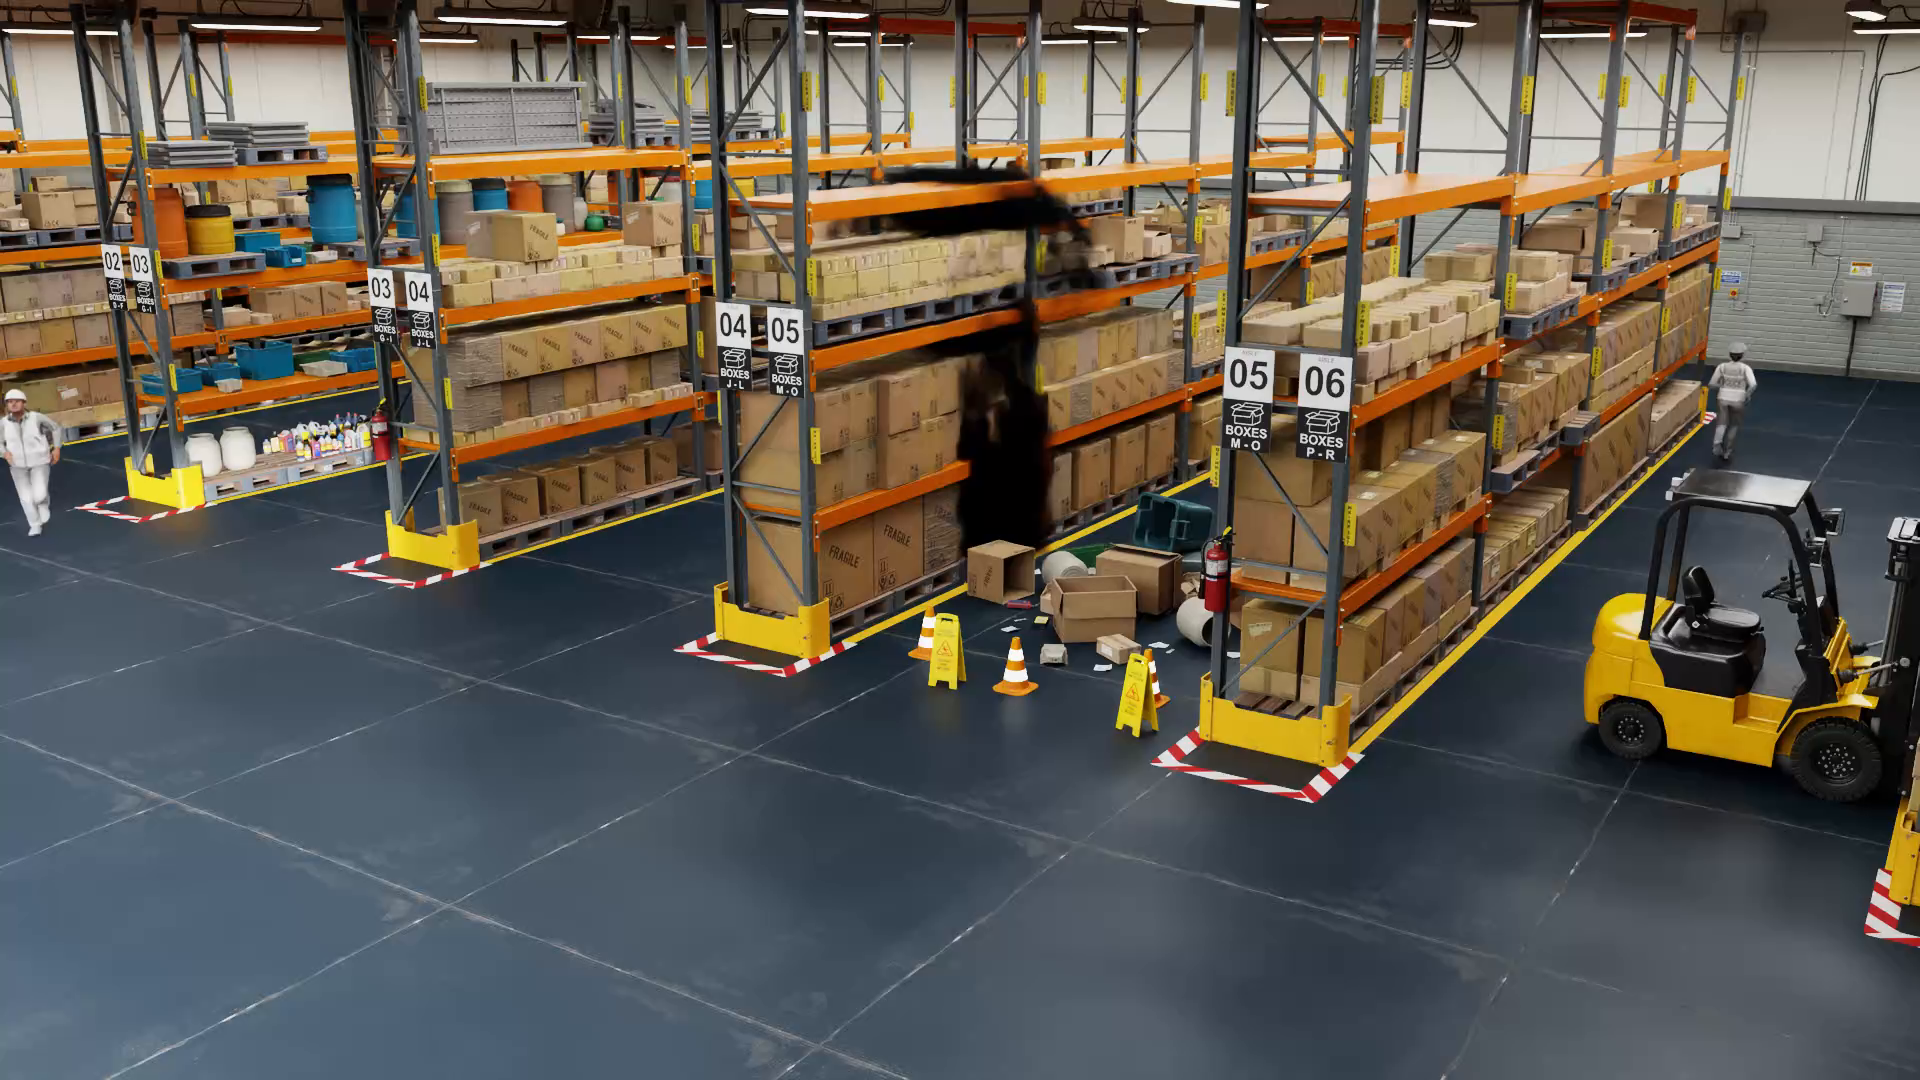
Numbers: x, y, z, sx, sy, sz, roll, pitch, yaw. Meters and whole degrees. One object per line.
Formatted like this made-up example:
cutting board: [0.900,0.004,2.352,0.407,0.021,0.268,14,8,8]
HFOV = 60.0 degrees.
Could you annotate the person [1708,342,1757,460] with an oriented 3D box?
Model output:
person: [10.600,-1.873,22.878,0.618,1.694,0.826,9,18,29]

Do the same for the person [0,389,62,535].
person: [-10.722,-0.880,19.166,0.688,1.728,0.645,-5,16,-18]
